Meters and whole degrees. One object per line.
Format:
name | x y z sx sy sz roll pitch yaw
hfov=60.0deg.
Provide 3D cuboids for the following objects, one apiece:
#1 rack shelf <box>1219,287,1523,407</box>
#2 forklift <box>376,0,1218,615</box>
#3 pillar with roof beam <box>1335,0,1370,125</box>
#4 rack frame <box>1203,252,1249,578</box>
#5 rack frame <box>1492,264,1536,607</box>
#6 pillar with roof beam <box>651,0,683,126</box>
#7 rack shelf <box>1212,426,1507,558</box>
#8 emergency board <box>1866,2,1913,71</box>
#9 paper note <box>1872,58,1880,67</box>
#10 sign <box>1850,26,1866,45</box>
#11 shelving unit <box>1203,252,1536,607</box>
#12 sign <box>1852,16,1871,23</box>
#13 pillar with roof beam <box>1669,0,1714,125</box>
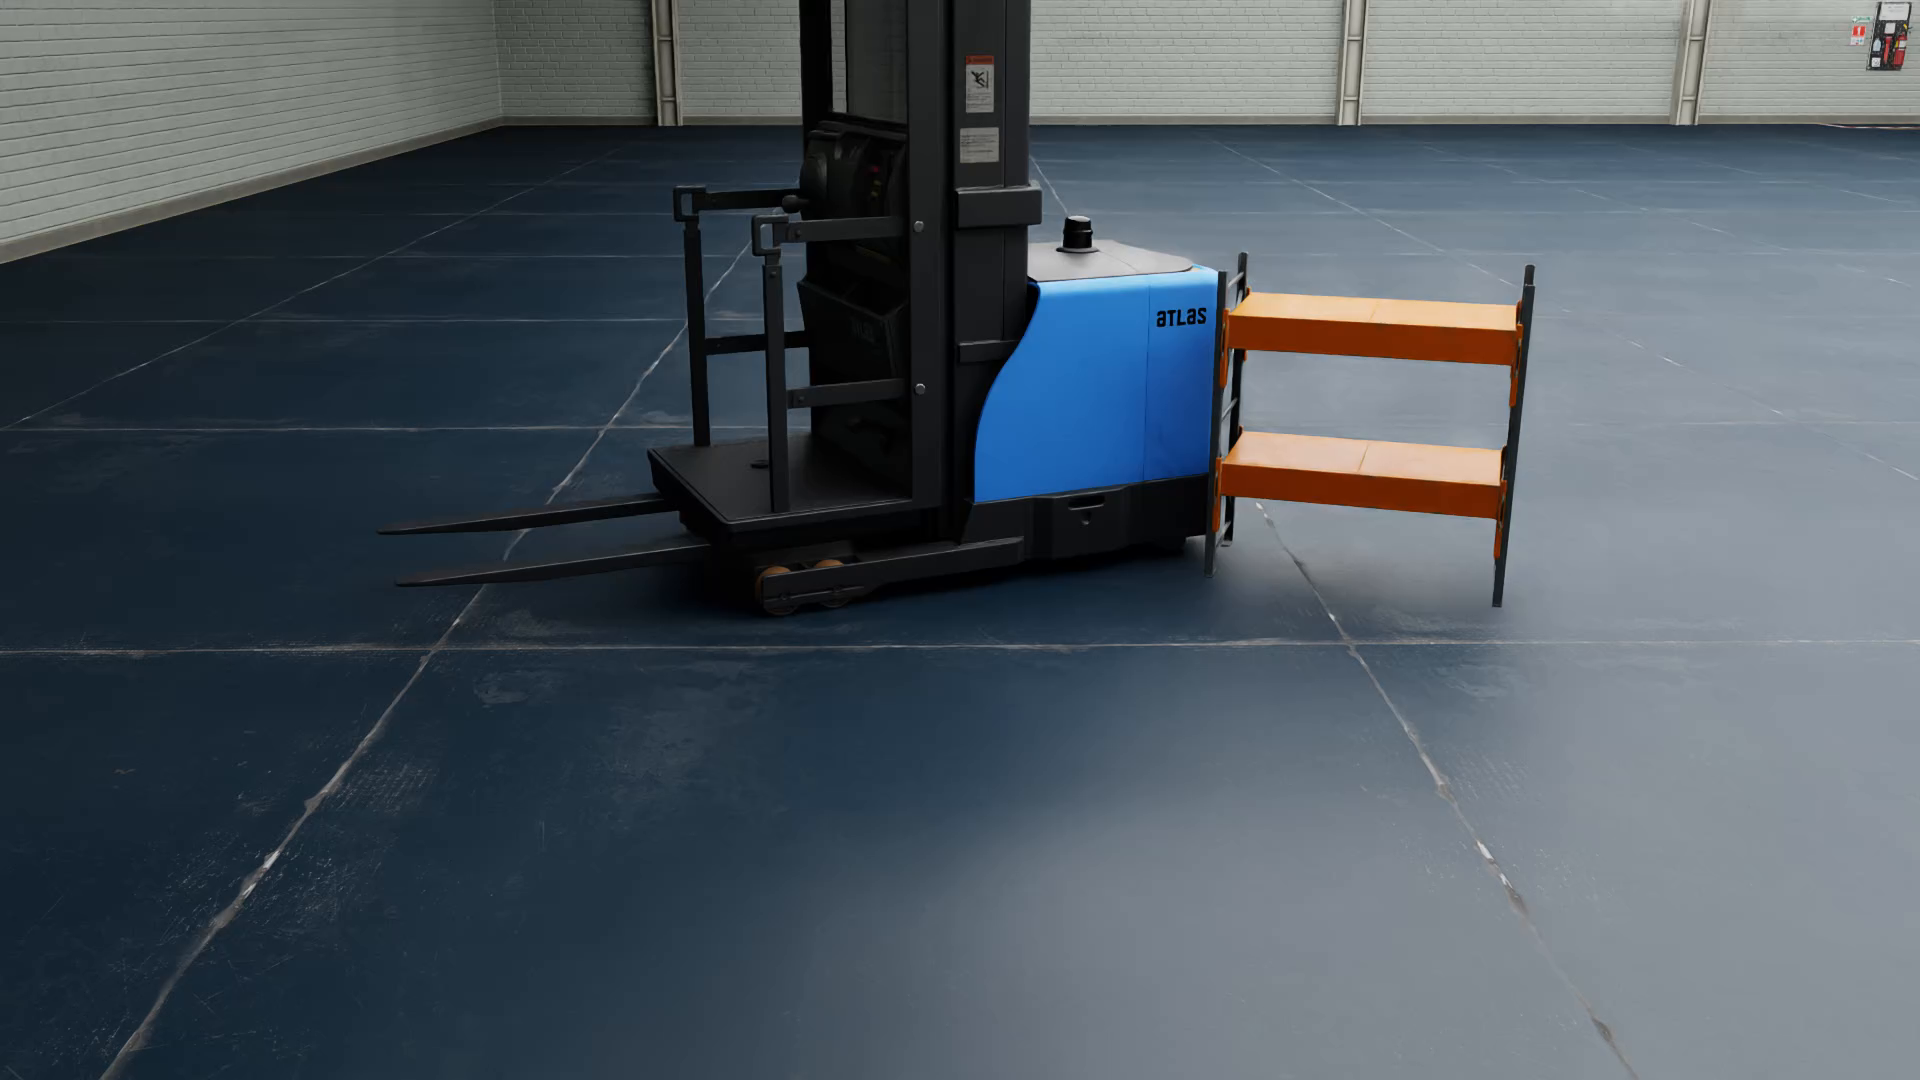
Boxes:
rack shelf | 1.472 -0.701 5.933 1.000 0.278 0.538 6 19 17
forklift | -0.570 -1.319 5.860 3.031 2.935 1.130 -8 19 -23
pillar with roof beam | 6.955 -10.349 24.077 0.400 9.000 9.100 0 18 -1
rack frame | 0.989 -0.470 6.172 0.032 1.125 0.500 6 19 17
rack frame | 1.956 -0.374 5.873 0.032 1.125 0.500 6 19 17
pillar with roof beam | -5.044 -10.291 23.896 0.400 9.000 9.100 0 18 -1
rack shelf | 1.472 -0.190 6.097 1.000 0.278 0.538 6 19 17
emergency board | 16.414 -8.865 29.271 0.643 1.169 0.194 0 18 -1
paper note | 16.236 -8.466 29.469 0.142 0.148 0.016 0 18 -1
sign | 15.860 -8.911 29.356 0.234 0.329 0.001 0 18 -1
shelving unit | 1.472 -0.422 6.023 1.048 1.125 0.538 6 19 17
sign | 15.864 -9.160 29.266 0.331 0.109 0.001 0 18 -1
pillar with roof beam | 12.954 -10.378 24.167 0.400 9.000 9.100 0 18 -1
